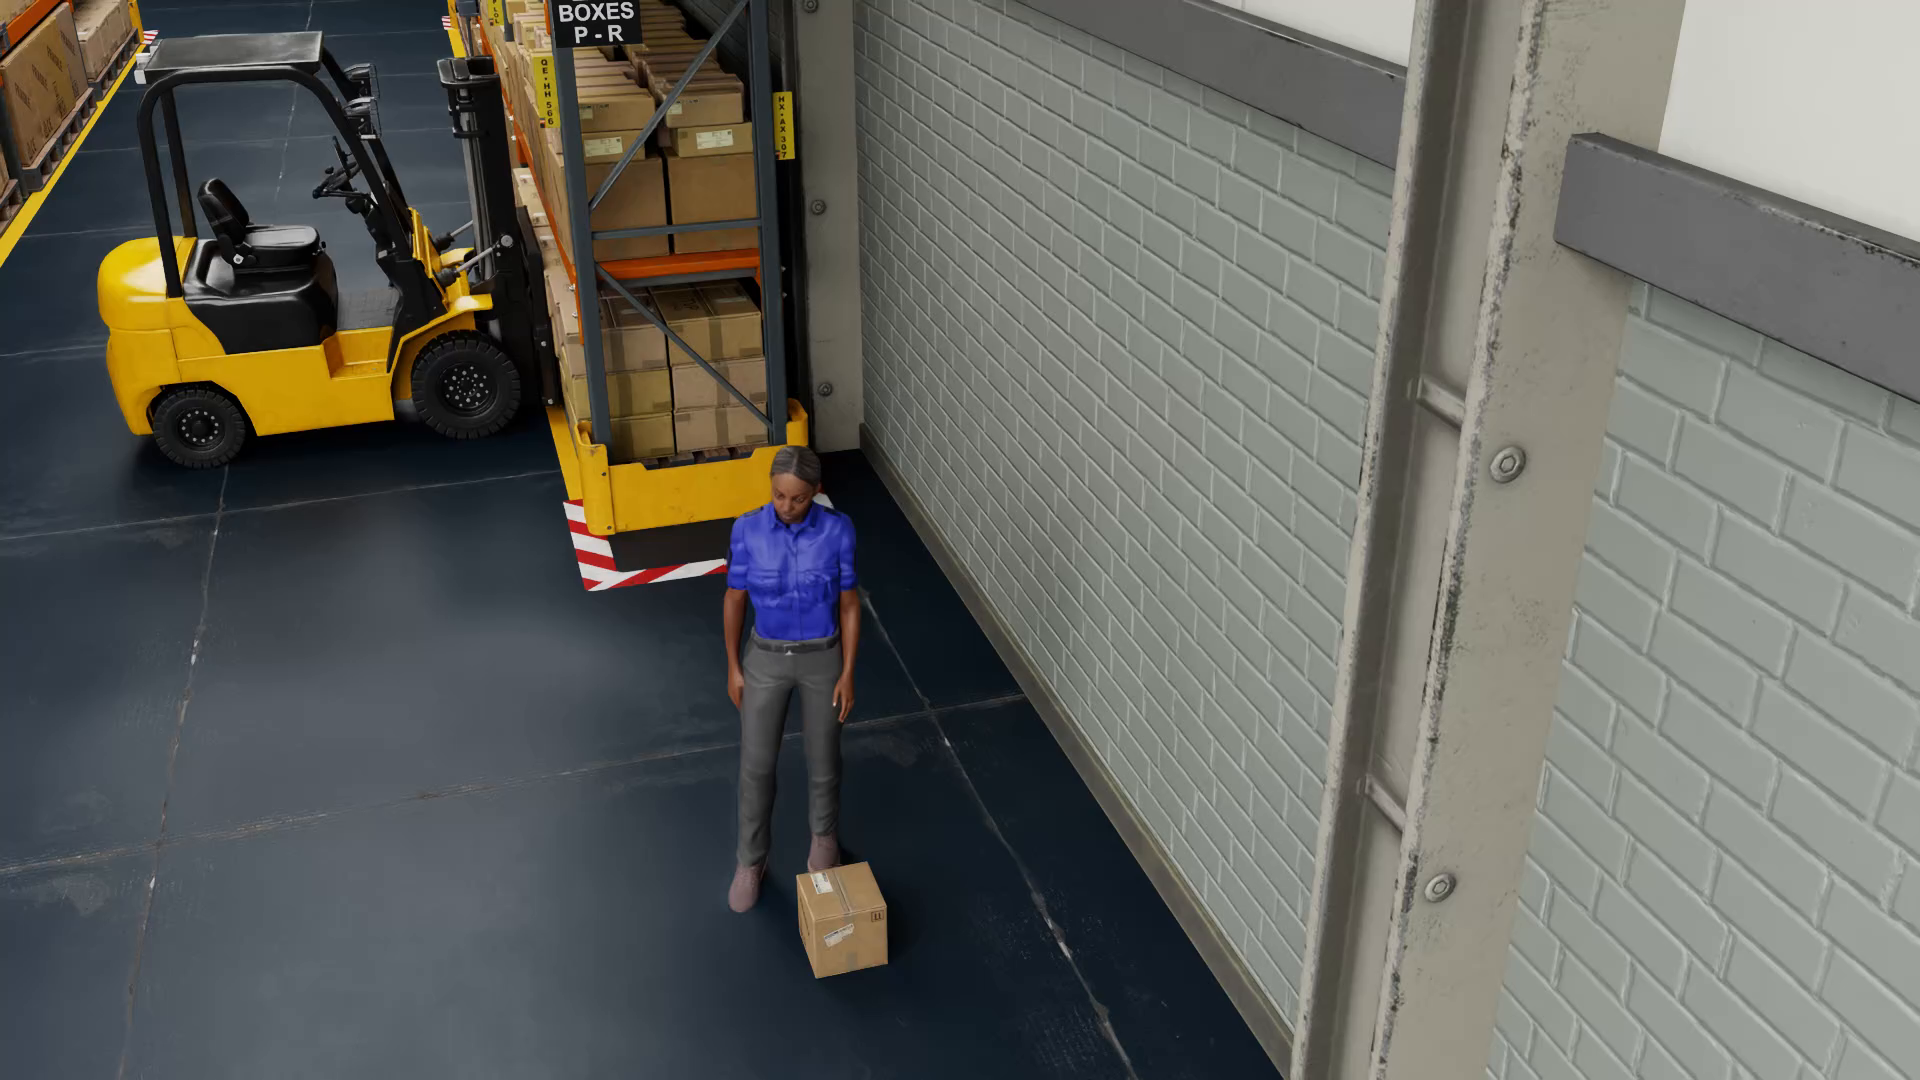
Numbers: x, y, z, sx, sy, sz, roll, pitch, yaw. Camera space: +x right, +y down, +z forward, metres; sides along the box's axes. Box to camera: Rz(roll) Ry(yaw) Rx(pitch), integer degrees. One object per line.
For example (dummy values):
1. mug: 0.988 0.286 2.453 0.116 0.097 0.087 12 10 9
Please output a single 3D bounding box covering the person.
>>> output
1. person: -0.587 0.478 5.692 0.510 1.712 0.445 -2 27 -4
